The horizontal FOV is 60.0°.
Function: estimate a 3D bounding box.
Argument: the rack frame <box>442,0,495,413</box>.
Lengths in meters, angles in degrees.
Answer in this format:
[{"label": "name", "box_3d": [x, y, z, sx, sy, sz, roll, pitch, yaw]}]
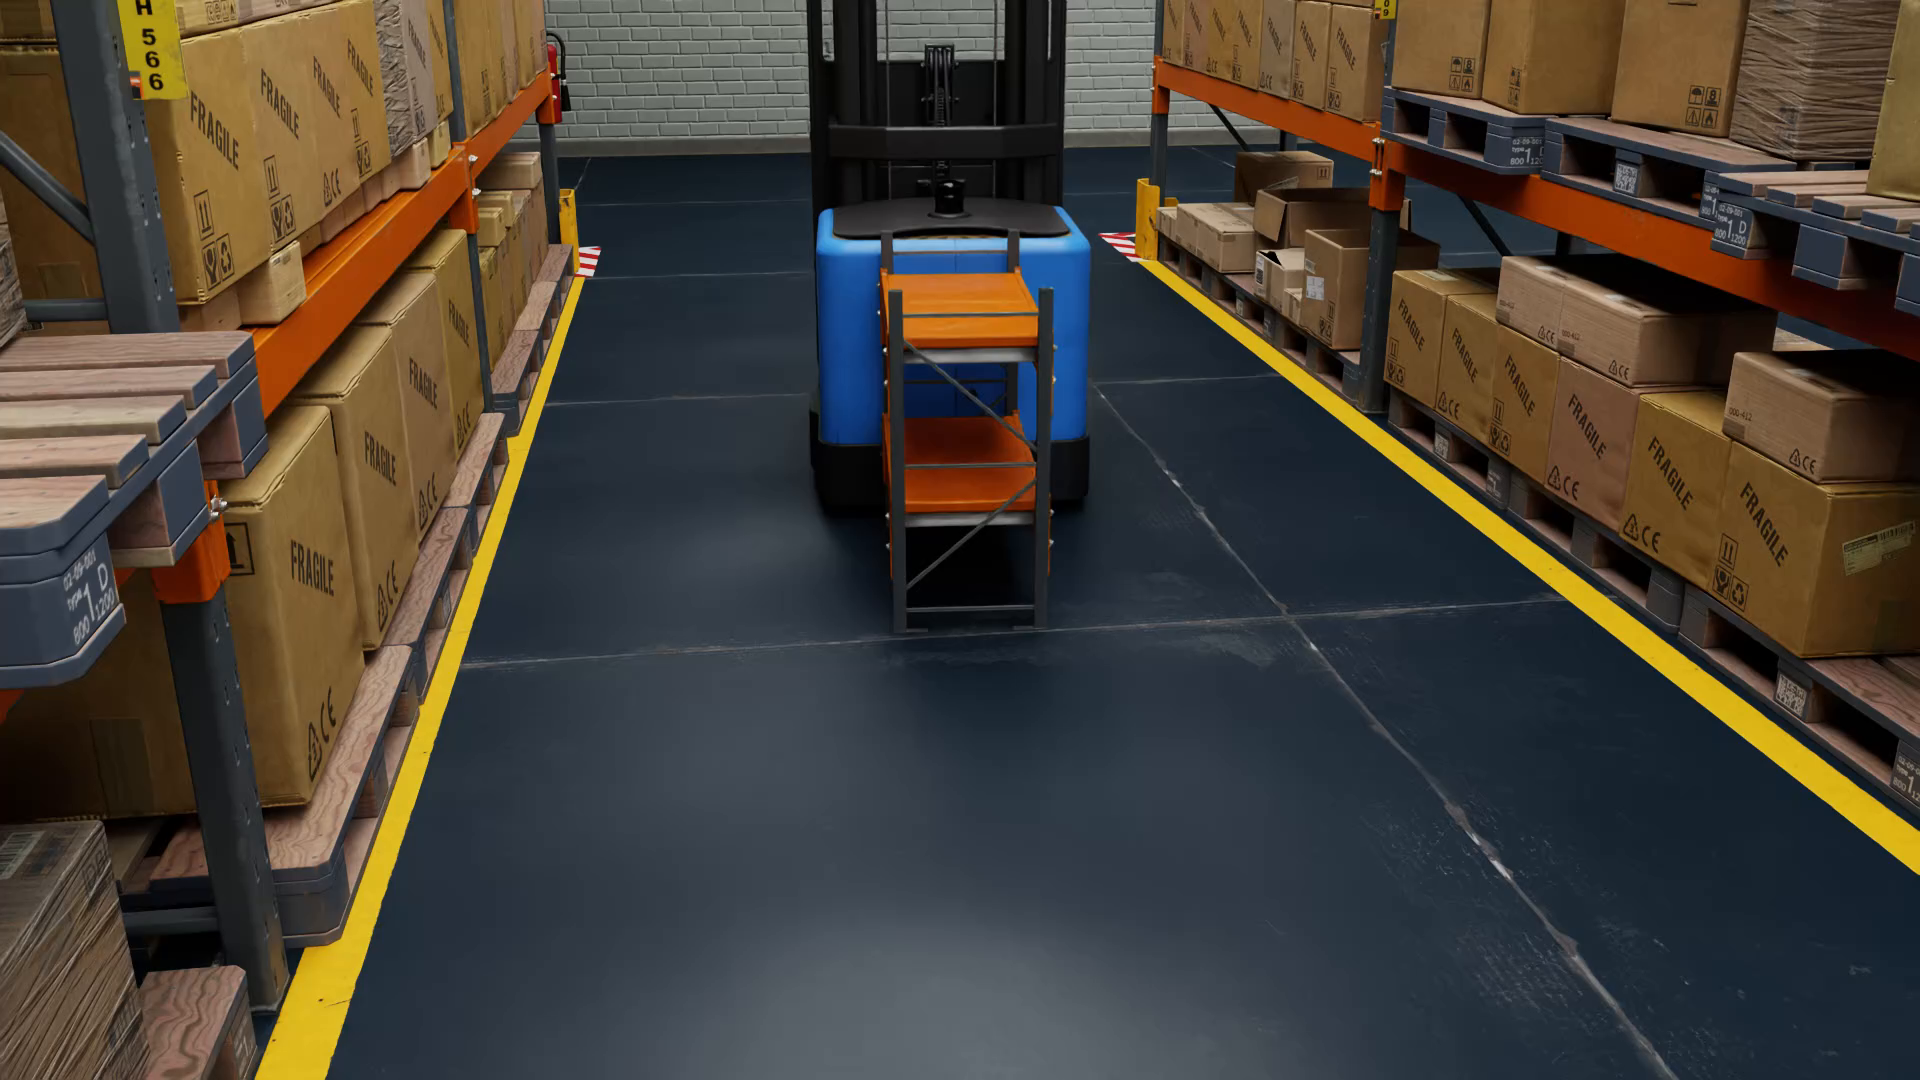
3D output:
[{"label": "rack frame", "box_3d": [-2.526, -1.780, 6.695, 1.000, 3.000, 0.127, -3, 21, -8]}]

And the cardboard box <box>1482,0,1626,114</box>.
[{"label": "cardboard box", "box_3d": [2.384, -1.865, 6.178, 0.700, 0.500, 0.500, 0, 20, 1]}]

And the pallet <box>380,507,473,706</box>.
[{"label": "pallet", "box_3d": [-2.161, 0.213, 5.345, 1.003, 0.211, 1.213, -3, 21, -8]}]

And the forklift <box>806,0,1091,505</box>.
[{"label": "forklift", "box_3d": [-0.116, -1.977, 7.320, 1.130, 2.935, 3.031, -1, 21, -4]}]

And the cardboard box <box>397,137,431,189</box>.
[{"label": "cardboard box", "box_3d": [-2.048, -1.302, 5.747, 0.380, 0.149, 0.250, -3, 21, -8]}]

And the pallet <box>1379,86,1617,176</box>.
[{"label": "pallet", "box_3d": [2.382, -1.659, 6.646, 1.003, 0.211, 1.213, -3, 21, -8]}]

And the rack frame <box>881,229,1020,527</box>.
[{"label": "rack frame", "box_3d": [-0.035, -0.586, 6.178, 0.500, 1.125, 0.032, -1, 21, -4]}]

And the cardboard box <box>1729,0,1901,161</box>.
[{"label": "cardboard box", "box_3d": [2.807, -1.429, 5.011, 0.700, 0.500, 0.500, 1, 20, 2]}]

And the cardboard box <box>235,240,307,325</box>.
[{"label": "cardboard box", "box_3d": [-1.750, -0.597, 3.857, 0.380, 0.149, 0.250, -2, 21, -6]}]

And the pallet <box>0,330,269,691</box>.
[{"label": "pallet", "box_3d": [-1.741, -0.064, 2.375, 1.213, 0.211, 1.003, -3, 21, -8]}]

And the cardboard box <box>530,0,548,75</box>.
[{"label": "cardboard box", "box_3d": [-3.019, -3.130, 9.879, 0.980, 0.700, 0.700, -2, 21, -5]}]

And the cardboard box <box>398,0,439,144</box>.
[{"label": "cardboard box", "box_3d": [-2.127, -1.652, 5.757, 0.500, 0.500, 0.500, -3, 21, -7]}]

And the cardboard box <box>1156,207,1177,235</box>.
[{"label": "cardboard box", "box_3d": [1.519, -2.124, 11.063, 0.380, 0.149, 0.250, -3, 21, -8]}]

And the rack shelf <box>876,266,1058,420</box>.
[{"label": "rack shelf", "box_3d": [-0.001, -0.683, 5.600, 0.538, 0.278, 1.000, -1, 21, -4]}]

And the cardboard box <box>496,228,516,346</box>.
[{"label": "cardboard box", "box_3d": [-2.602, -1.244, 8.232, 0.700, 0.500, 0.500, -3, 21, -8]}]

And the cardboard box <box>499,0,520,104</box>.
[{"label": "cardboard box", "box_3d": [-2.803, -2.614, 8.498, 0.980, 0.700, 0.700, -4, 21, -10]}]

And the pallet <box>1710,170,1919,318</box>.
[{"label": "pallet", "box_3d": [2.785, -0.788, 4.312, 1.213, 0.211, 1.003, -3, 21, -8]}]

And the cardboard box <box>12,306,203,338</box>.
[{"label": "cardboard box", "box_3d": [-1.768, -0.413, 3.364, 0.380, 0.149, 0.250, -3, 21, -9]}]

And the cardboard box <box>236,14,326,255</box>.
[{"label": "cardboard box", "box_3d": [-1.833, -0.954, 3.886, 0.500, 0.500, 0.500, -2, 21, -6]}]

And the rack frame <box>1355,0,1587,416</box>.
[{"label": "rack frame", "box_3d": [2.375, -2.031, 7.368, 1.000, 3.000, 0.127, -3, 21, -8]}]

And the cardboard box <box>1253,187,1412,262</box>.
[{"label": "cardboard box", "box_3d": [2.099, -1.718, 9.468, 0.797, 0.503, 0.637, -3, 21, -8]}]

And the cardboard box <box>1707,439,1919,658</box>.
[{"label": "cardboard box", "box_3d": [2.585, 0.007, 4.855, 0.500, 0.500, 0.500, -2, 21, -6]}]

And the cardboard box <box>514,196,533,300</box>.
[{"label": "cardboard box", "box_3d": [-2.758, -1.606, 9.202, 0.700, 0.500, 0.500, -4, 21, -10]}]

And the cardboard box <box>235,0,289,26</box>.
[{"label": "cardboard box", "box_3d": [-1.838, -1.298, 3.737, 0.500, 0.250, 0.500, -3, 21, -9]}]

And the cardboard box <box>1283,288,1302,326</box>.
[{"label": "cardboard box", "box_3d": [1.899, -1.212, 8.619, 0.380, 0.149, 0.250, -3, 21, -8]}]

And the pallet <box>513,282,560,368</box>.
[{"label": "pallet", "box_3d": [-2.737, -1.164, 9.032, 1.003, 0.211, 1.213, -3, 21, -8]}]

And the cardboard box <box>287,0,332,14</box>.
[{"label": "cardboard box", "box_3d": [-1.914, -1.471, 4.200, 0.500, 0.250, 0.500, -3, 21, -7]}]

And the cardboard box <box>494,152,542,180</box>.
[{"label": "cardboard box", "box_3d": [-2.704, -2.222, 9.924, 0.380, 0.149, 0.250, -3, 21, -8]}]

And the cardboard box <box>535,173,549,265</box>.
[{"label": "cardboard box", "box_3d": [-2.903, -1.953, 10.132, 0.700, 0.500, 0.500, -3, 21, -8]}]

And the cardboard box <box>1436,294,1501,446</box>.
[{"label": "cardboard box", "box_3d": [2.292, -0.703, 6.754, 0.500, 0.500, 0.500, -3, 21, -7]}]

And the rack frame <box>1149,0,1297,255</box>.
[{"label": "rack frame", "box_3d": [1.799, -3.416, 11.076, 1.000, 3.000, 0.127, -3, 21, -8]}]

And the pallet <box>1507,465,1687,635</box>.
[{"label": "pallet", "box_3d": [2.709, -0.022, 5.973, 1.003, 0.211, 1.213, -3, 21, -8]}]

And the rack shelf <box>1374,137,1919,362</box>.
[{"label": "rack shelf", "box_3d": [2.664, -1.002, 5.640, 1.077, 0.370, 4.000, -3, 21, -8]}]

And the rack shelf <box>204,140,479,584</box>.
[{"label": "rack shelf", "box_3d": [-2.238, -0.751, 4.967, 1.077, 0.370, 4.000, -3, 21, -8]}]

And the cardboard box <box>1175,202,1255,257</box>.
[{"label": "cardboard box", "box_3d": [1.668, -1.959, 10.474, 0.500, 0.250, 0.500, -3, 21, -8]}]

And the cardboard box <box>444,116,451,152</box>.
[{"label": "cardboard box", "box_3d": [-2.197, -1.569, 6.461, 0.380, 0.149, 0.250, -3, 21, -7]}]

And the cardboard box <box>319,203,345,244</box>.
[{"label": "cardboard box", "box_3d": [-2.000, -0.943, 4.785, 0.380, 0.149, 0.250, -3, 21, -7]}]

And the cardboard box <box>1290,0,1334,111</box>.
[{"label": "cardboard box", "box_3d": [1.974, -2.417, 8.257, 0.500, 0.500, 0.500, -2, 21, -6]}]

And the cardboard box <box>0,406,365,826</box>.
[{"label": "cardboard box", "box_3d": [-1.926, 0.154, 3.989, 0.750, 0.750, 0.750, -3, 21, -8]}]

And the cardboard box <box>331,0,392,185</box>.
[{"label": "cardboard box", "box_3d": [-1.986, -1.305, 4.828, 0.500, 0.500, 0.500, -2, 21, -6]}]

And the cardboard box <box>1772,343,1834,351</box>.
[{"label": "cardboard box", "box_3d": [2.940, -0.389, 5.914, 0.500, 0.500, 0.500, -4, 21, -10]}]

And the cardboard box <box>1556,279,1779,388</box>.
[{"label": "cardboard box", "box_3d": [2.421, -0.718, 5.724, 0.500, 0.250, 0.500, -3, 21, -9]}]

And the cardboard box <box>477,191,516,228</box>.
[{"label": "cardboard box", "box_3d": [-2.477, -1.682, 8.479, 0.380, 0.149, 0.250, -4, 21, -9]}]

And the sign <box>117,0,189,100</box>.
[{"label": "sign", "box_3d": [-1.414, -0.931, 2.881, 0.100, 0.325, 0.005, -3, 21, -8]}]

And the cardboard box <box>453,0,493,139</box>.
[{"label": "cardboard box", "box_3d": [-2.588, -2.109, 7.148, 0.980, 0.700, 0.700, -3, 21, -7]}]

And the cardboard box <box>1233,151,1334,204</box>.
[{"label": "cardboard box", "box_3d": [2.121, -2.275, 10.965, 0.500, 0.500, 0.500, -3, 21, -8]}]

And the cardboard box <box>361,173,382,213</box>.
[{"label": "cardboard box", "box_3d": [-2.058, -1.127, 5.277, 0.380, 0.149, 0.250, -3, 21, -9]}]

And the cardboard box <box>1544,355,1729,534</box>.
[{"label": "cardboard box", "box_3d": [2.429, -0.354, 5.821, 0.500, 0.500, 0.500, -4, 21, -10]}]

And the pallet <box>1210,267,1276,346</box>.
[{"label": "pallet", "box_3d": [2.098, -1.386, 9.626, 1.003, 0.211, 1.213, -3, 21, -8]}]

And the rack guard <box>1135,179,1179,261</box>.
[{"label": "rack guard", "box_3d": [1.810, -2.219, 11.443, 1.175, 0.500, 0.348, -3, 21, -8]}]

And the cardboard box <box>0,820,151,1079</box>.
[{"label": "cardboard box", "box_3d": [-1.794, 0.816, 2.687, 0.700, 0.500, 0.500, -3, 21, -7]}]

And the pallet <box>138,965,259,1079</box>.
[{"label": "pallet", "box_3d": [-1.838, 1.182, 2.751, 1.003, 0.211, 1.213, -3, 21, -8]}]

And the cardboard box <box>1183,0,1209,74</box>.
[{"label": "cardboard box", "box_3d": [1.681, -3.118, 10.134, 0.500, 0.500, 0.500, -3, 21, -8]}]

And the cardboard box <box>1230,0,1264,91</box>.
[{"label": "cardboard box", "box_3d": [1.821, -2.771, 9.204, 0.500, 0.500, 0.500, -3, 21, -7]}]

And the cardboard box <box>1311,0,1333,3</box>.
[{"label": "cardboard box", "box_3d": [1.970, -2.886, 8.084, 0.500, 0.500, 0.500, -3, 21, -9]}]

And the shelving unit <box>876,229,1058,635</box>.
[{"label": "shelving unit", "box_3d": [-0.001, -0.409, 5.703, 0.538, 1.125, 1.048, -1, 21, -4]}]

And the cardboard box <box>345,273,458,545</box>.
[{"label": "cardboard box", "box_3d": [-2.173, -0.444, 5.589, 0.750, 0.750, 0.750, -2, 21, -6]}]

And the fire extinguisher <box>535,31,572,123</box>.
[{"label": "fire extinguisher", "box_3d": [-2.668, -3.030, 10.684, 0.296, 0.674, 0.183, -3, 21, -8]}]
